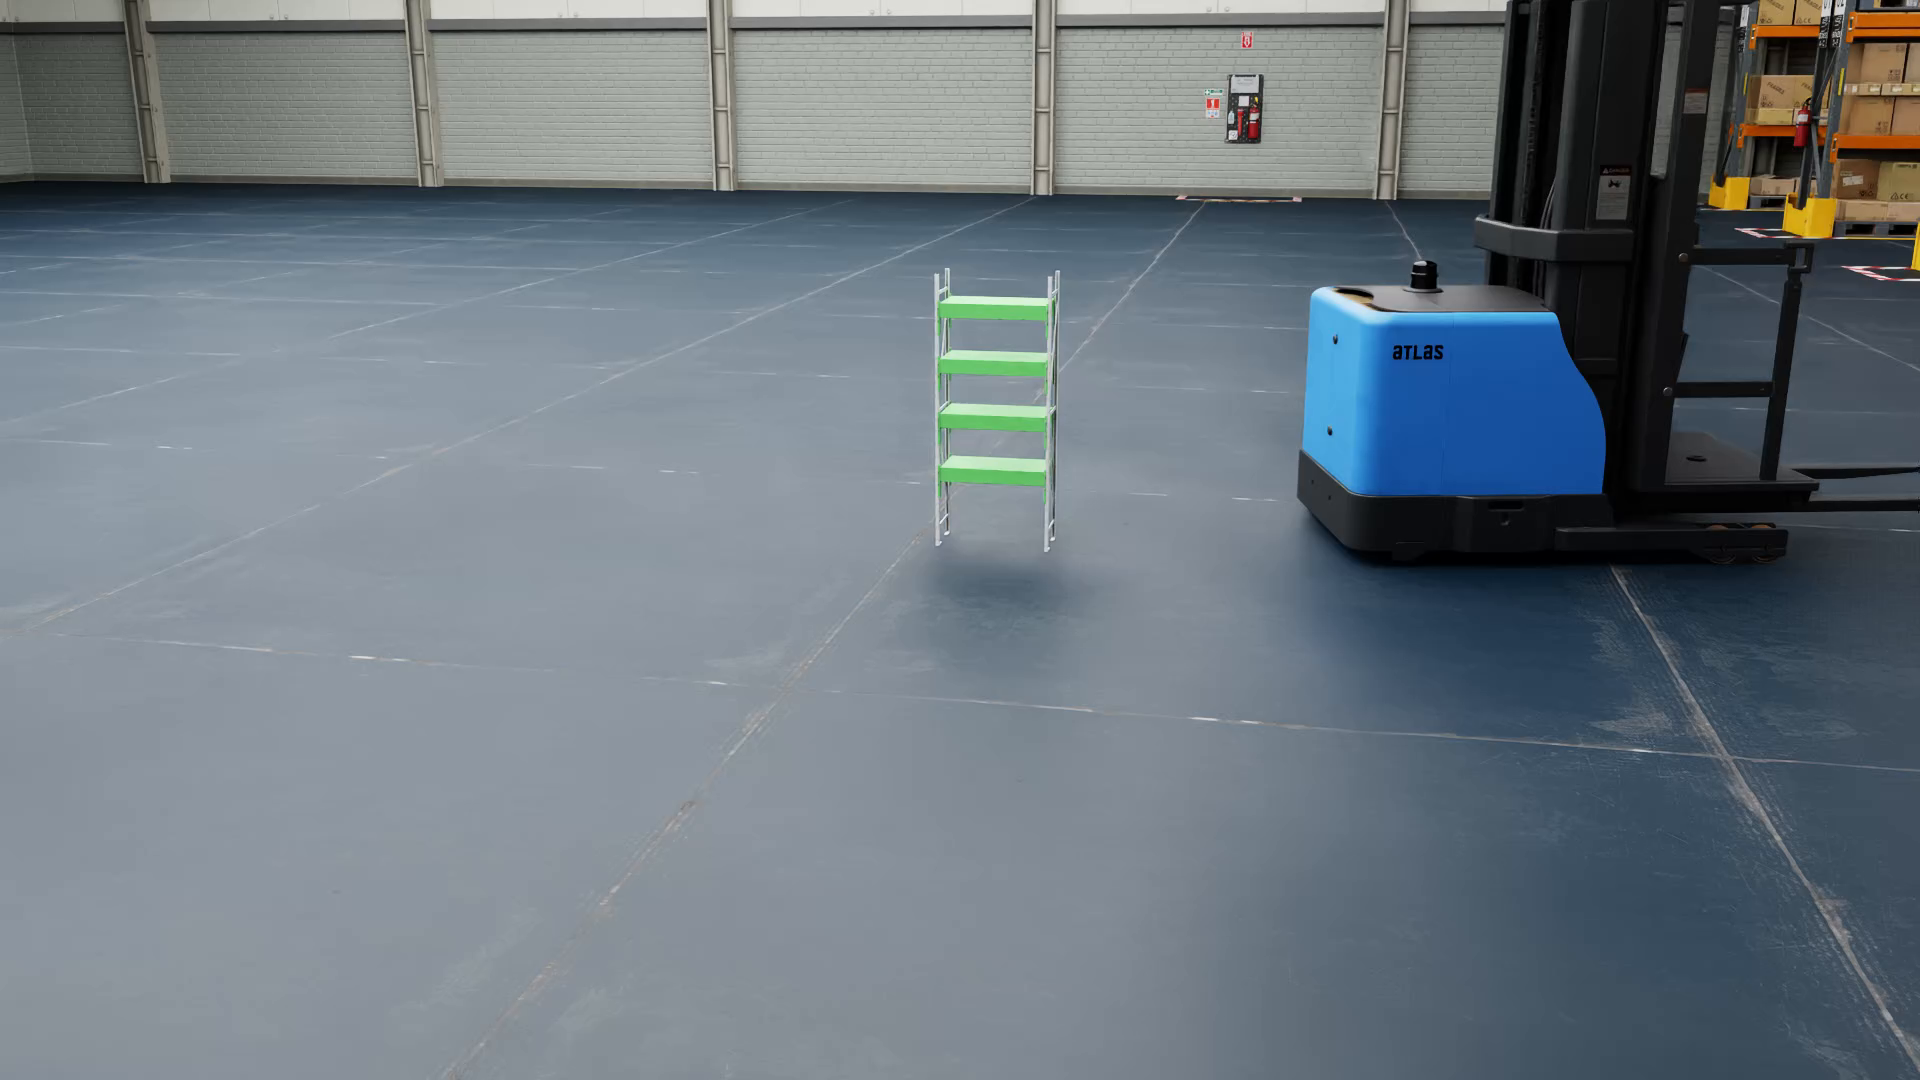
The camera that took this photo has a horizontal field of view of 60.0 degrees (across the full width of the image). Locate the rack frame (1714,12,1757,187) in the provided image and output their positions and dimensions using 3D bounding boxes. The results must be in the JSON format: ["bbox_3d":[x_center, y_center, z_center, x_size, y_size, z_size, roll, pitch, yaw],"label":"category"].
[{"bbox_3d":[12.392,-6.861,26.641,0.127,3.000,1.000,3,16,11],"label":"rack frame"}]

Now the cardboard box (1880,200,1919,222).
[{"bbox_3d":[12.381,-4.330,21.868,0.500,0.250,0.500,3,16,11],"label":"cardboard box"}]

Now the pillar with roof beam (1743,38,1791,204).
[{"bbox_3d":[12.393,-8.815,22.457,0.400,9.000,9.100,3,16,11],"label":"pillar with roof beam"}]

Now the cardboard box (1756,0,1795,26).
[{"bbox_3d":[12.670,-8.281,25.925,0.500,0.500,0.500,4,16,13],"label":"cardboard box"}]

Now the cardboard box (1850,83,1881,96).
[{"bbox_3d":[11.751,-5.848,21.584,0.250,0.149,0.380,3,16,11],"label":"cardboard box"}]

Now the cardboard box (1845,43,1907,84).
[{"bbox_3d":[11.916,-6.207,21.664,0.500,0.500,0.700,3,16,11],"label":"cardboard box"}]

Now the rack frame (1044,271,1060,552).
[{"bbox_3d":[0.401,-0.556,7.253,0.015,1.200,0.240,3,16,11],"label":"rack frame"}]

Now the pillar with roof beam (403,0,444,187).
[{"bbox_3d":[-11.126,-10.092,27.066,0.400,9.000,9.100,3,16,11],"label":"pillar with roof beam"}]

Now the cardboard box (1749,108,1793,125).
[{"bbox_3d":[12.807,-6.689,26.265,0.500,0.250,0.500,3,16,9],"label":"cardboard box"}]

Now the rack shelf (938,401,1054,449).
[{"bbox_3d":[0.162,-0.508,7.317,0.480,0.148,0.258,3,16,11],"label":"rack shelf"}]

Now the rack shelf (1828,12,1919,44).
[{"bbox_3d":[13.369,-6.557,21.274,4.000,0.370,1.077,3,16,11],"label":"rack shelf"}]

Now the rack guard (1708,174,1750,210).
[{"bbox_3d":[12.467,-5.652,26.960,0.348,0.500,1.175,3,16,11],"label":"rack guard"}]

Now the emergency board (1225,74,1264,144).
[{"bbox_3d":[4.957,-7.511,28.987,0.643,1.169,0.194,3,16,11],"label":"emergency board"}]

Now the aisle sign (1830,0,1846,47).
[{"bbox_3d":[11.284,-6.741,21.339,0.004,0.787,0.394,3,16,11],"label":"aisle sign"}]

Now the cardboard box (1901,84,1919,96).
[{"bbox_3d":[12.254,-5.821,21.486,0.250,0.149,0.380,3,16,11],"label":"cardboard box"}]

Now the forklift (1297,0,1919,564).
[{"bbox_3d":[3.144,-1.449,7.233,3.031,2.935,1.130,-1,15,-2],"label":"forklift"}]

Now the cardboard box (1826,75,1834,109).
[{"bbox_3d":[13.788,-6.998,25.974,0.500,0.500,0.500,3,16,9],"label":"cardboard box"}]

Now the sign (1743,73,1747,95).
[{"bbox_3d":[12.284,-7.136,26.013,0.005,0.325,0.100,3,16,11],"label":"sign"}]

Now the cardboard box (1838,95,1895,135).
[{"bbox_3d":[11.864,-5.585,21.847,0.500,0.500,0.700,3,16,11],"label":"cardboard box"}]

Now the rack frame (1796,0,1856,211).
[{"bbox_3d":[11.409,-5.565,21.962,0.127,3.000,1.000,3,16,11],"label":"rack frame"}]

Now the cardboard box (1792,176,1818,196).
[{"bbox_3d":[13.611,-5.686,26.614,0.500,0.311,0.500,4,16,16],"label":"cardboard box"}]

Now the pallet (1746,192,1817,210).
[{"bbox_3d":[13.256,-5.461,26.810,1.213,0.211,1.003,3,16,11],"label":"pallet"}]

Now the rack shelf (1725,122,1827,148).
[{"bbox_3d":[14.352,-6.408,26.353,4.000,0.370,1.077,3,16,11],"label":"rack shelf"}]

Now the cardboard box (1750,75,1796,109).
[{"bbox_3d":[12.800,-7.056,26.183,0.500,0.500,0.500,3,16,11],"label":"cardboard box"}]

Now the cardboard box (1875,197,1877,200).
[{"bbox_3d":[12.486,-4.467,22.365,0.500,0.250,0.500,3,16,11],"label":"cardboard box"}]

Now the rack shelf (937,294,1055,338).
[{"bbox_3d":[0.162,-0.970,7.189,0.480,0.148,0.258,3,16,11],"label":"rack shelf"}]

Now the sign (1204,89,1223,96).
[{"bbox_3d":[4.439,-7.837,29.105,0.331,0.109,0.001,3,16,11],"label":"sign"}]

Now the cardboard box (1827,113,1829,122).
[{"bbox_3d":[13.817,-6.637,26.075,0.500,0.250,0.500,3,16,10],"label":"cardboard box"}]

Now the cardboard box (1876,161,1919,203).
[{"bbox_3d":[12.381,-4.691,21.766,0.500,0.500,0.500,3,16,11],"label":"cardboard box"}]

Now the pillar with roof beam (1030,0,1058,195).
[{"bbox_3d":[0.634,-9.453,24.762,0.400,9.000,9.100,3,16,11],"label":"pillar with roof beam"}]

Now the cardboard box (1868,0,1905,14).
[{"bbox_3d":[14.228,-8.194,25.609,0.500,0.500,0.500,4,16,15],"label":"cardboard box"}]

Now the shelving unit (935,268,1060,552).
[{"bbox_3d":[0.162,-0.569,7.300,0.503,1.200,0.258,3,16,11],"label":"shelving unit"}]

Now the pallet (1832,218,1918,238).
[{"bbox_3d":[12.167,-4.191,22.227,1.213,0.211,1.003,3,16,11],"label":"pallet"}]
